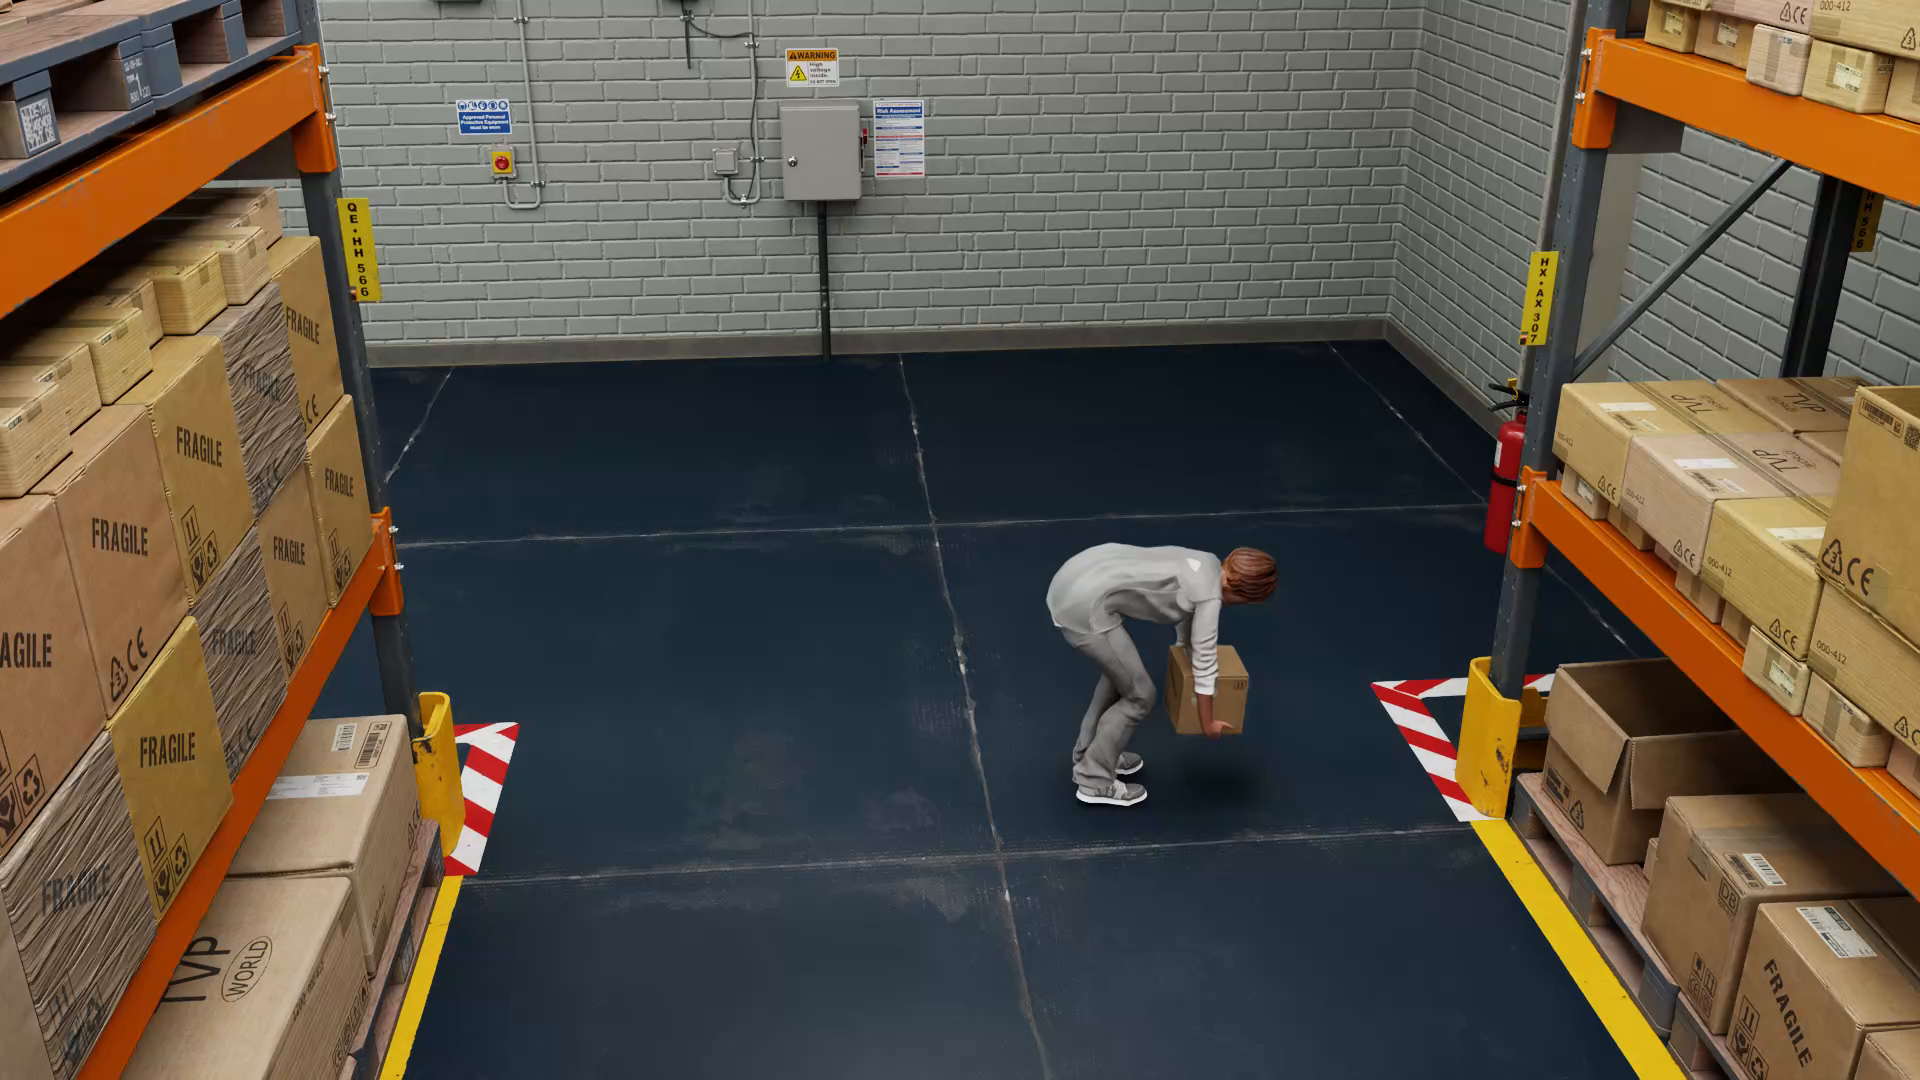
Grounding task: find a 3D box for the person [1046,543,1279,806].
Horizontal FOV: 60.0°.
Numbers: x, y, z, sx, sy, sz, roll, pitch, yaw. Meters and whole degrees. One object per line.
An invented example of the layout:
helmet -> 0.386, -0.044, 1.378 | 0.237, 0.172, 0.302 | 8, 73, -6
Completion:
person -> 0.753, 0.486, 6.259 | 0.871, 1.001, 0.391 | -3, 24, -7
